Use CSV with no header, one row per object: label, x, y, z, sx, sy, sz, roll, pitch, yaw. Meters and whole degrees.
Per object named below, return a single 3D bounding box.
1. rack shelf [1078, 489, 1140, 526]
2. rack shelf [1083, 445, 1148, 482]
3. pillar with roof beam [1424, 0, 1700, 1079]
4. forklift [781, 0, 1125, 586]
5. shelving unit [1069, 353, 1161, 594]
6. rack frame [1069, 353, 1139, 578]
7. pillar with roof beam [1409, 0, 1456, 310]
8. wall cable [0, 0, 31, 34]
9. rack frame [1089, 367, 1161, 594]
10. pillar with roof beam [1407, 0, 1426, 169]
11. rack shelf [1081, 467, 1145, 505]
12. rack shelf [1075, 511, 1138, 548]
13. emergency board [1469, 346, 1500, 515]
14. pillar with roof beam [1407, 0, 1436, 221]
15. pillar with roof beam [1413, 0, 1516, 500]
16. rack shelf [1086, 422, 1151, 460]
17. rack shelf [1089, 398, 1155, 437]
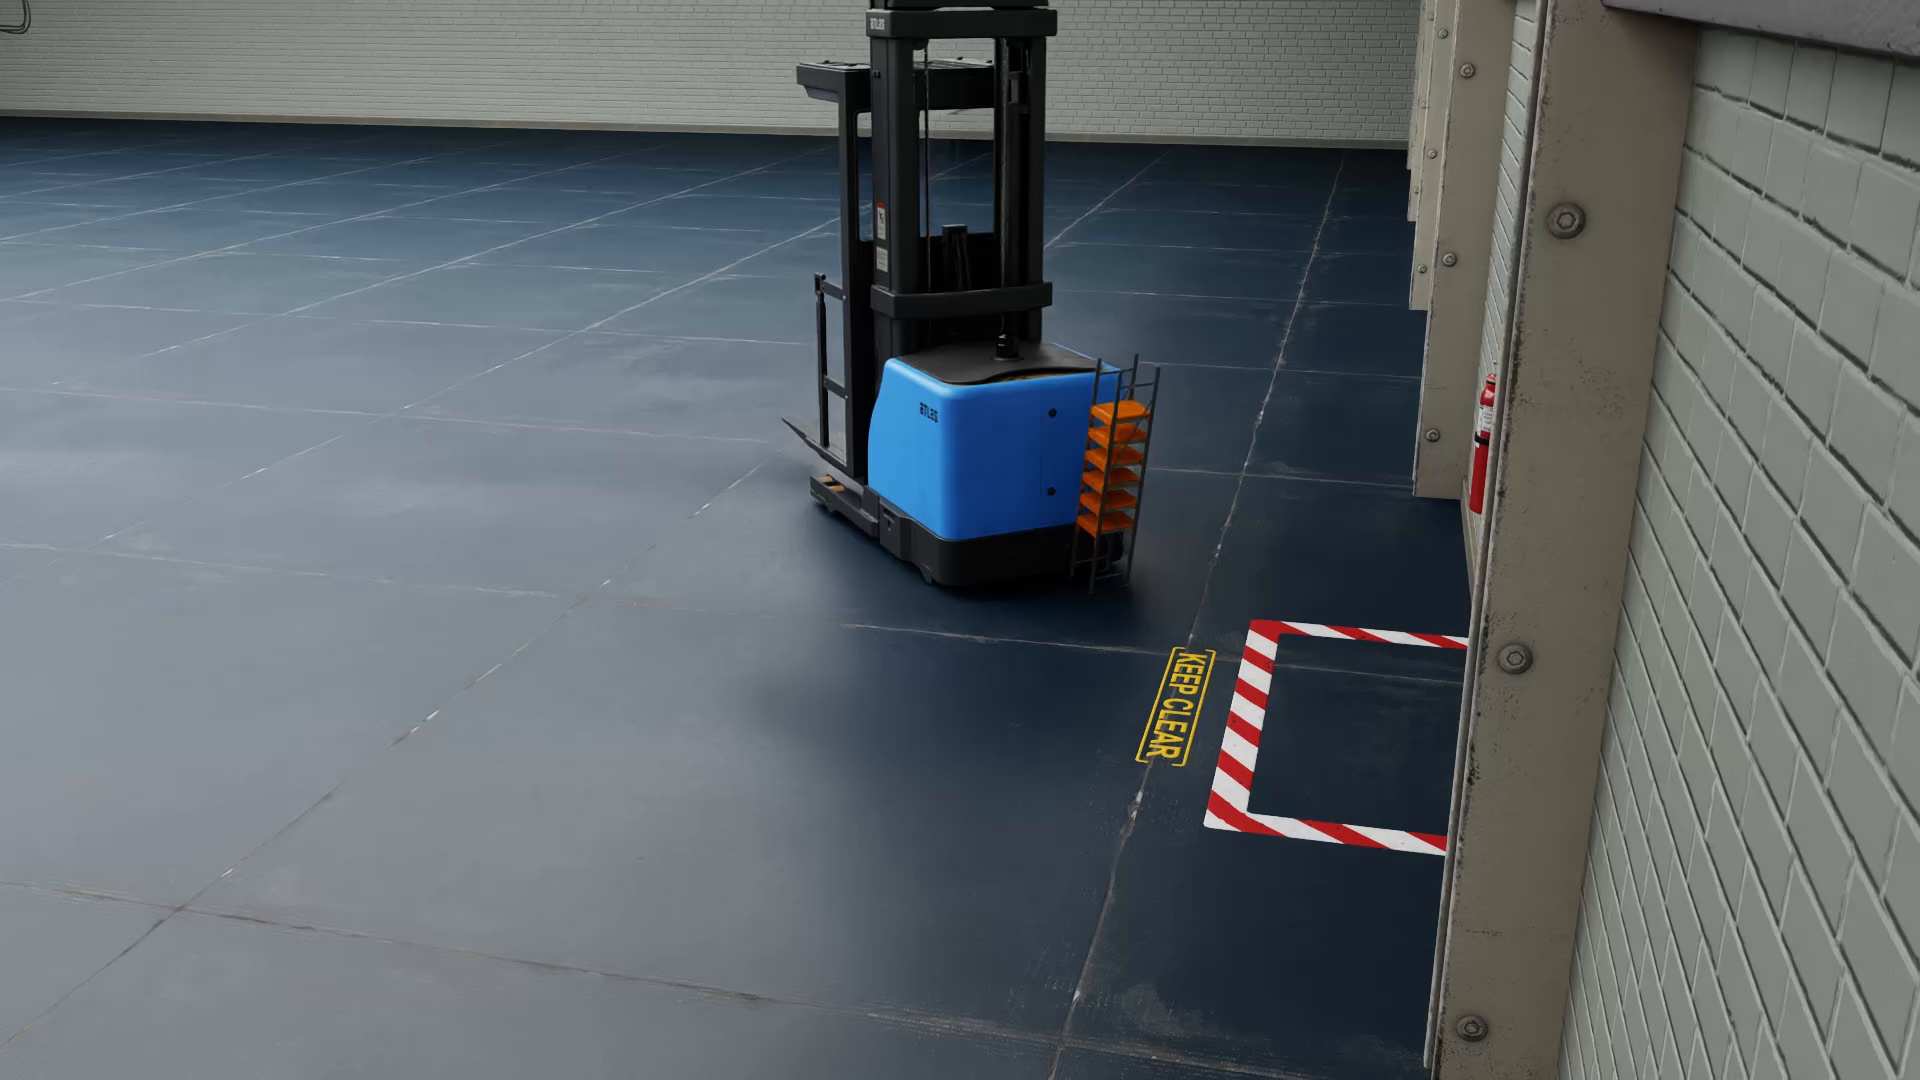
rack shelf,0.746,-0.172,8.310,0.258,0.103,0.180,-10,31,-28
rack shelf,0.766,-0.384,8.200,0.258,0.103,0.180,-10,31,-28
pillar with roof beam,-2.730,-3.030,4.137,9.100,9.000,0.400,5,19,13
forklift,-0.228,-1.591,9.312,1.130,2.935,3.031,-9,21,-23
shelving unit,0.760,-0.317,8.235,0.258,1.200,0.189,-10,31,-28
rack frame,0.716,-0.357,8.304,0.240,1.200,0.006,-10,31,-28
pillar with roof beam,0.202,-6.791,15.149,9.100,9.000,0.400,5,19,13
wall cable,-21.235,-12.050,35.348,3.097,2.526,0.112,5,19,13
rack frame,0.804,-0.277,8.166,0.240,1.200,0.006,-10,31,-28
pillar with roof beam,3.134,-10.553,26.161,9.100,9.000,0.400,5,19,13
rack shelf,0.756,-0.278,8.255,0.258,0.103,0.180,-10,31,-28
rack shelf,0.736,-0.065,8.365,0.258,0.103,0.180,-10,31,-28
emergency board,2.085,-0.623,6.370,0.194,1.169,0.643,5,19,13
pillar with roof beam,1.668,-8.672,20.655,9.100,9.000,0.400,5,19,13
pillar with roof beam,-1.264,-4.911,9.643,9.100,9.000,0.400,5,19,13
rack shelf,0.776,-0.490,8.146,0.258,0.103,0.180,-10,31,-28
rack shelf,0.786,-0.597,8.091,0.258,0.103,0.180,-10,31,-28
